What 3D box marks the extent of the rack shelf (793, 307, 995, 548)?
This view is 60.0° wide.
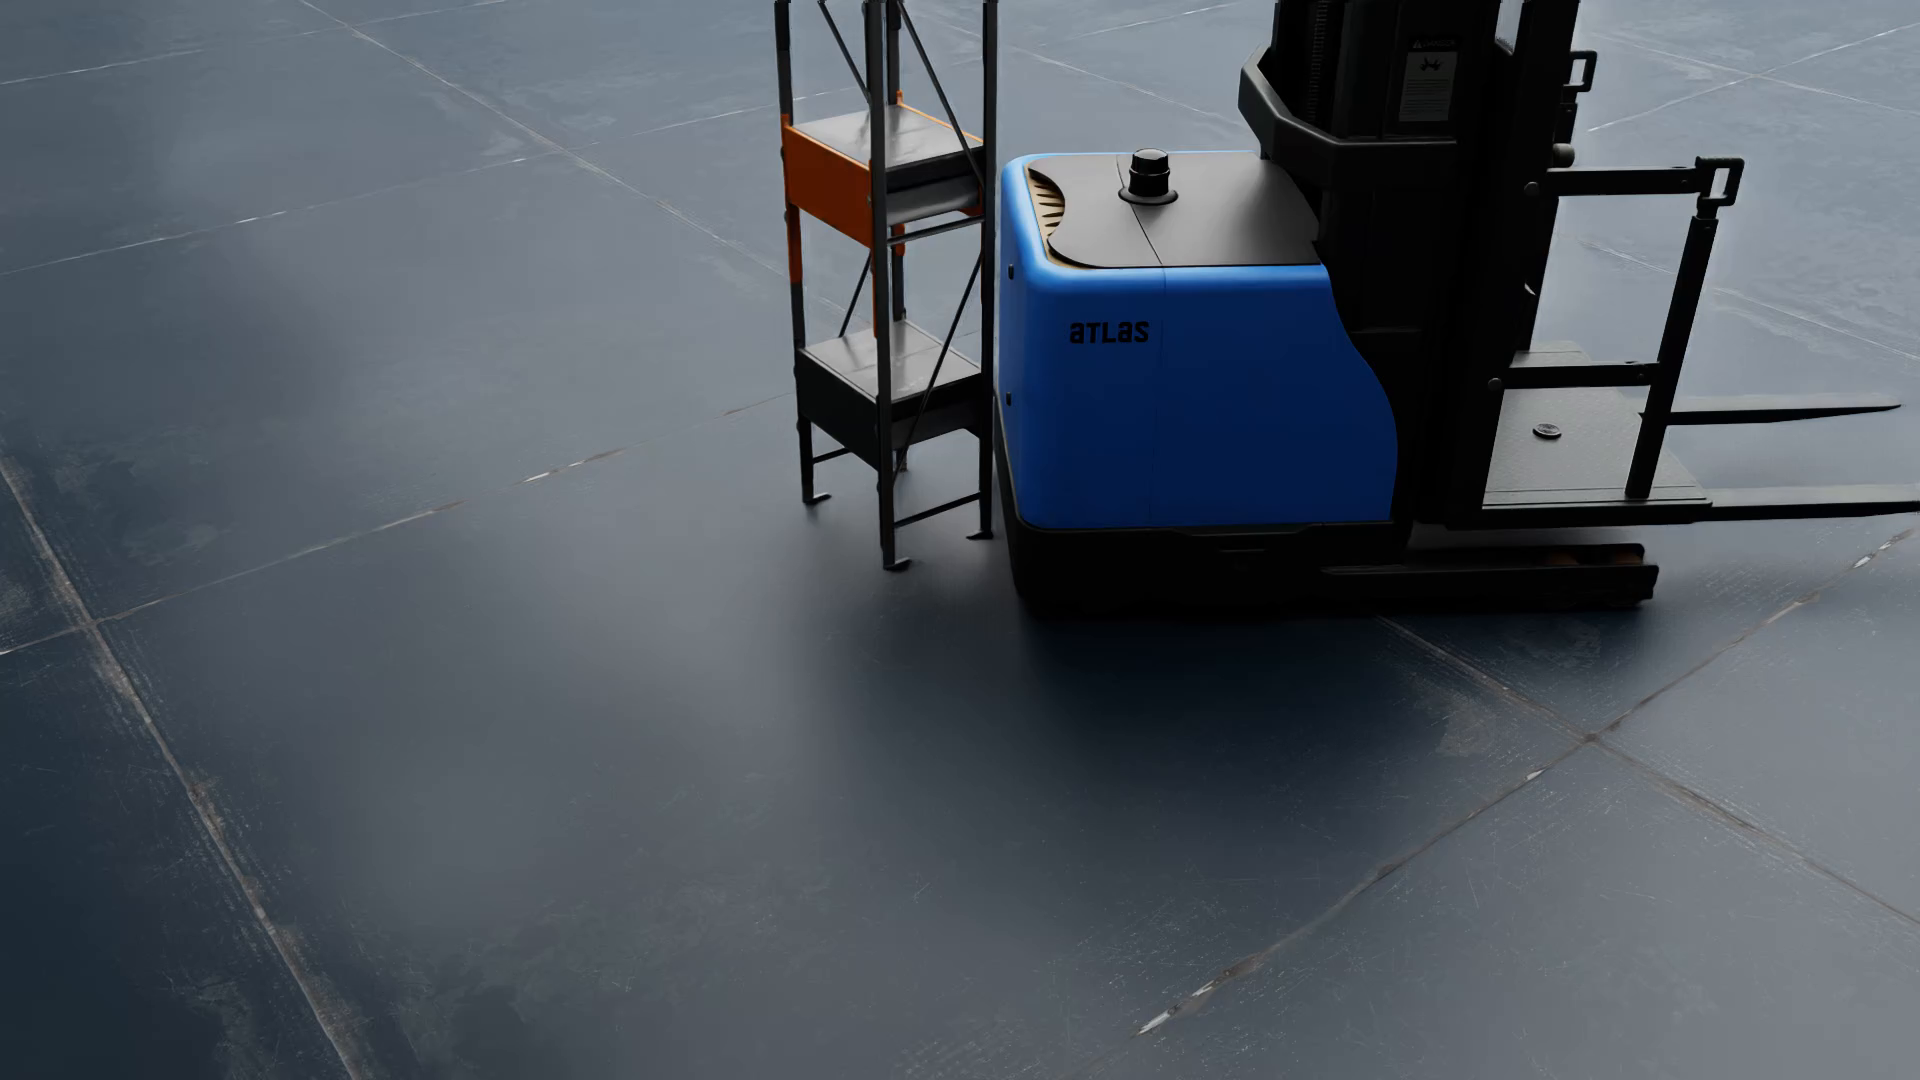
[{"bbox_3d":[-0.207,-0.360,5.193,0.431,0.518,0.480,-20,37,-29],"label":"rack shelf"}]

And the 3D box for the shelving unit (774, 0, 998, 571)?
[{"bbox_3d":[-0.207,-0.967,4.816,0.431,2.100,0.503,-20,37,-29],"label":"shelving unit"}]

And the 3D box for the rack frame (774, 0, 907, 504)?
[{"bbox_3d":[-0.347,-1.072,4.986,0.400,2.100,0.015,-20,37,-29],"label":"rack frame"}]

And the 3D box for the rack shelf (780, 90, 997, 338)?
[{"bbox_3d":[-0.207,-0.955,4.824,0.431,0.518,0.480,-20,37,-29],"label":"rack shelf"}]

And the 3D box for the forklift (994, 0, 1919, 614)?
[{"bbox_3d":[1.650,-1.318,4.595,3.031,2.935,1.130,-2,32,-3],"label":"forklift"}]

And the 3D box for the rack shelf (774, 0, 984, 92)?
[{"bbox_3d":[-0.207,-1.550,4.454,0.431,0.518,0.480,-20,37,-29],"label":"rack shelf"}]

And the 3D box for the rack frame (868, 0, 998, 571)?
[{"bbox_3d":[-0.068,-0.861,4.646,0.400,2.100,0.015,-20,37,-29],"label":"rack frame"}]
